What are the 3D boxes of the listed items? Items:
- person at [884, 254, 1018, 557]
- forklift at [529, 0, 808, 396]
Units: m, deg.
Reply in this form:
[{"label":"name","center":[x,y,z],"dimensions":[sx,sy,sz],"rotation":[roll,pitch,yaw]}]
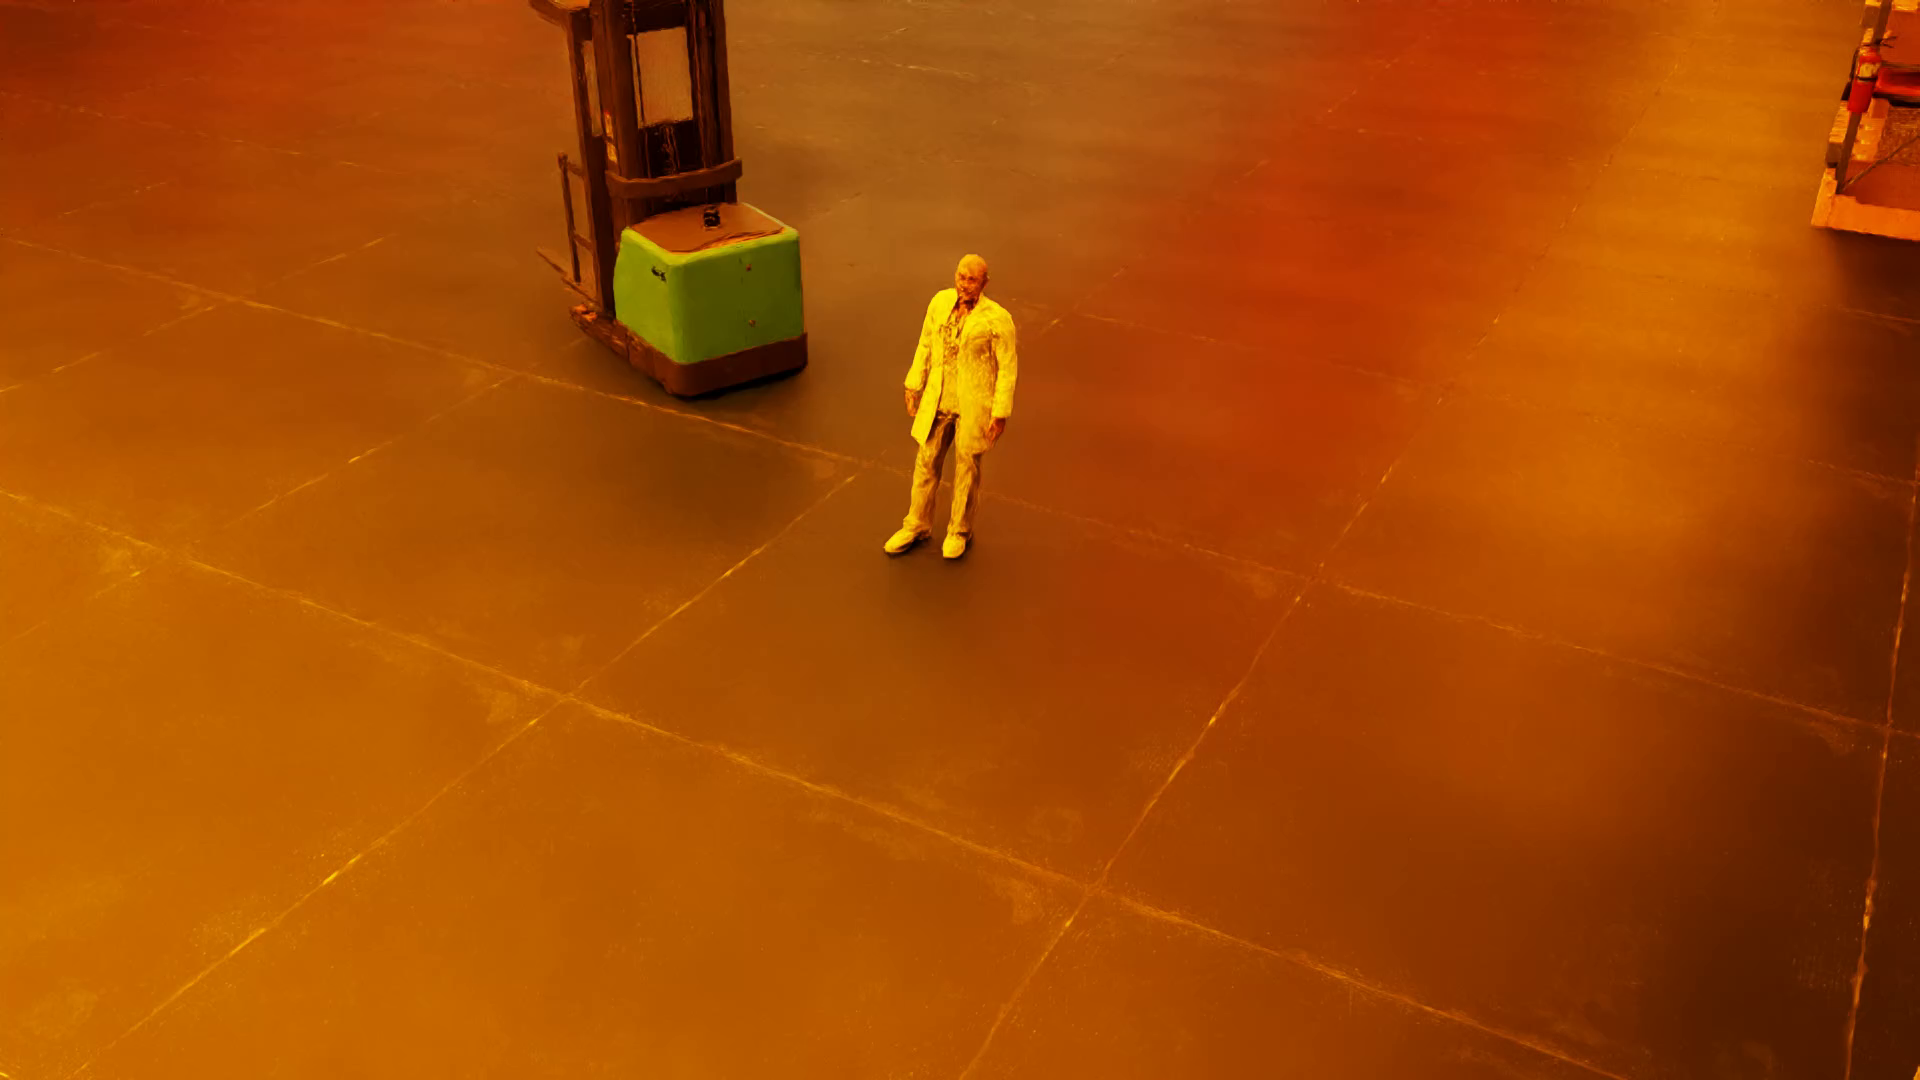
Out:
[{"label":"person","center":[-0.048,-0.737,9.488],"dimensions":[0.694,1.776,0.579],"rotation":[15,33,25]},{"label":"forklift","center":[-2.363,-2.962,12.203],"dimensions":[1.130,2.935,3.031],"rotation":[-19,35,-30]}]
